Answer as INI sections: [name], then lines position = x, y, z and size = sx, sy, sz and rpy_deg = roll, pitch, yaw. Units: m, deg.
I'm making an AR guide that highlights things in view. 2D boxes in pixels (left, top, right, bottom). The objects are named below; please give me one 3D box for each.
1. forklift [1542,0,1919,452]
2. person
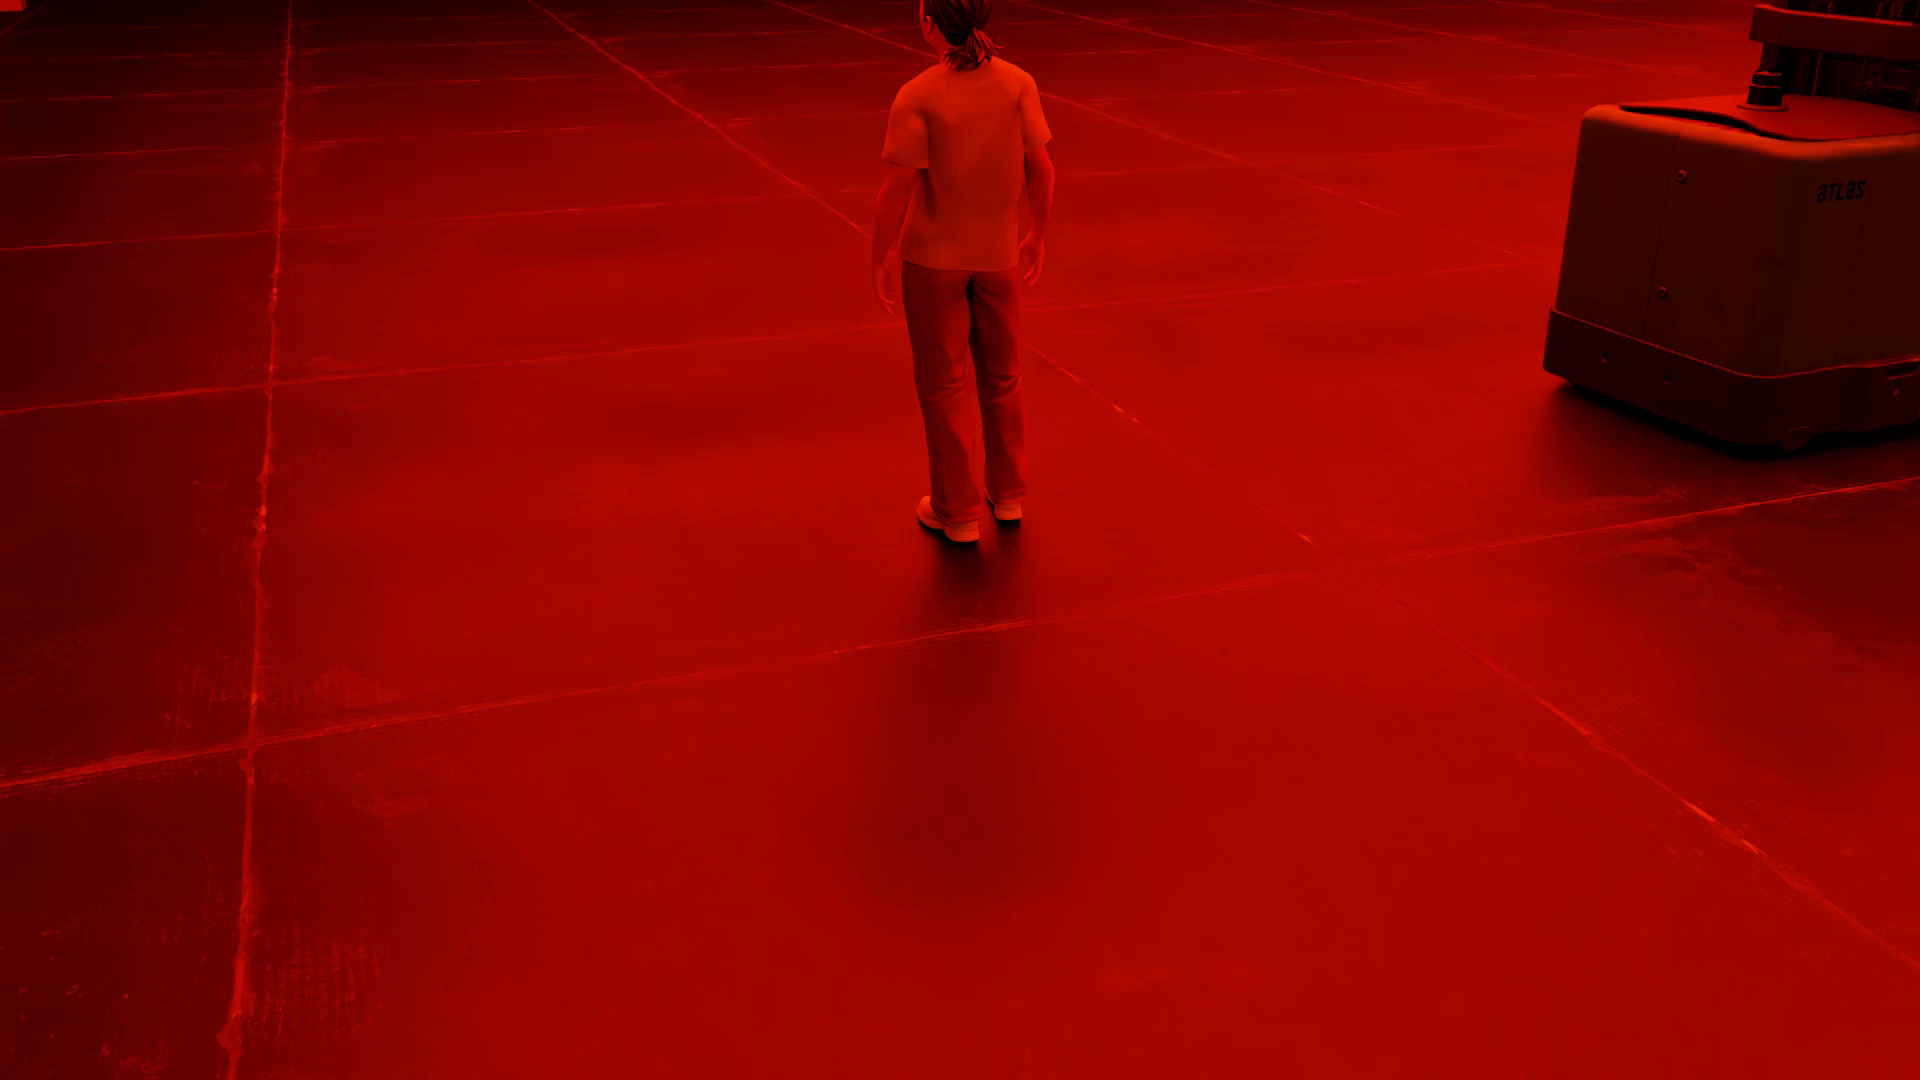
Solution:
[forklift]
position = 3.834, -2.017, 6.096
size = 3.031, 2.935, 1.130
rpy_deg = -10, 25, -22
[person]
position = -0.015, -0.808, 4.820
size = 0.553, 1.673, 0.548
rpy_deg = -8, 24, -18
